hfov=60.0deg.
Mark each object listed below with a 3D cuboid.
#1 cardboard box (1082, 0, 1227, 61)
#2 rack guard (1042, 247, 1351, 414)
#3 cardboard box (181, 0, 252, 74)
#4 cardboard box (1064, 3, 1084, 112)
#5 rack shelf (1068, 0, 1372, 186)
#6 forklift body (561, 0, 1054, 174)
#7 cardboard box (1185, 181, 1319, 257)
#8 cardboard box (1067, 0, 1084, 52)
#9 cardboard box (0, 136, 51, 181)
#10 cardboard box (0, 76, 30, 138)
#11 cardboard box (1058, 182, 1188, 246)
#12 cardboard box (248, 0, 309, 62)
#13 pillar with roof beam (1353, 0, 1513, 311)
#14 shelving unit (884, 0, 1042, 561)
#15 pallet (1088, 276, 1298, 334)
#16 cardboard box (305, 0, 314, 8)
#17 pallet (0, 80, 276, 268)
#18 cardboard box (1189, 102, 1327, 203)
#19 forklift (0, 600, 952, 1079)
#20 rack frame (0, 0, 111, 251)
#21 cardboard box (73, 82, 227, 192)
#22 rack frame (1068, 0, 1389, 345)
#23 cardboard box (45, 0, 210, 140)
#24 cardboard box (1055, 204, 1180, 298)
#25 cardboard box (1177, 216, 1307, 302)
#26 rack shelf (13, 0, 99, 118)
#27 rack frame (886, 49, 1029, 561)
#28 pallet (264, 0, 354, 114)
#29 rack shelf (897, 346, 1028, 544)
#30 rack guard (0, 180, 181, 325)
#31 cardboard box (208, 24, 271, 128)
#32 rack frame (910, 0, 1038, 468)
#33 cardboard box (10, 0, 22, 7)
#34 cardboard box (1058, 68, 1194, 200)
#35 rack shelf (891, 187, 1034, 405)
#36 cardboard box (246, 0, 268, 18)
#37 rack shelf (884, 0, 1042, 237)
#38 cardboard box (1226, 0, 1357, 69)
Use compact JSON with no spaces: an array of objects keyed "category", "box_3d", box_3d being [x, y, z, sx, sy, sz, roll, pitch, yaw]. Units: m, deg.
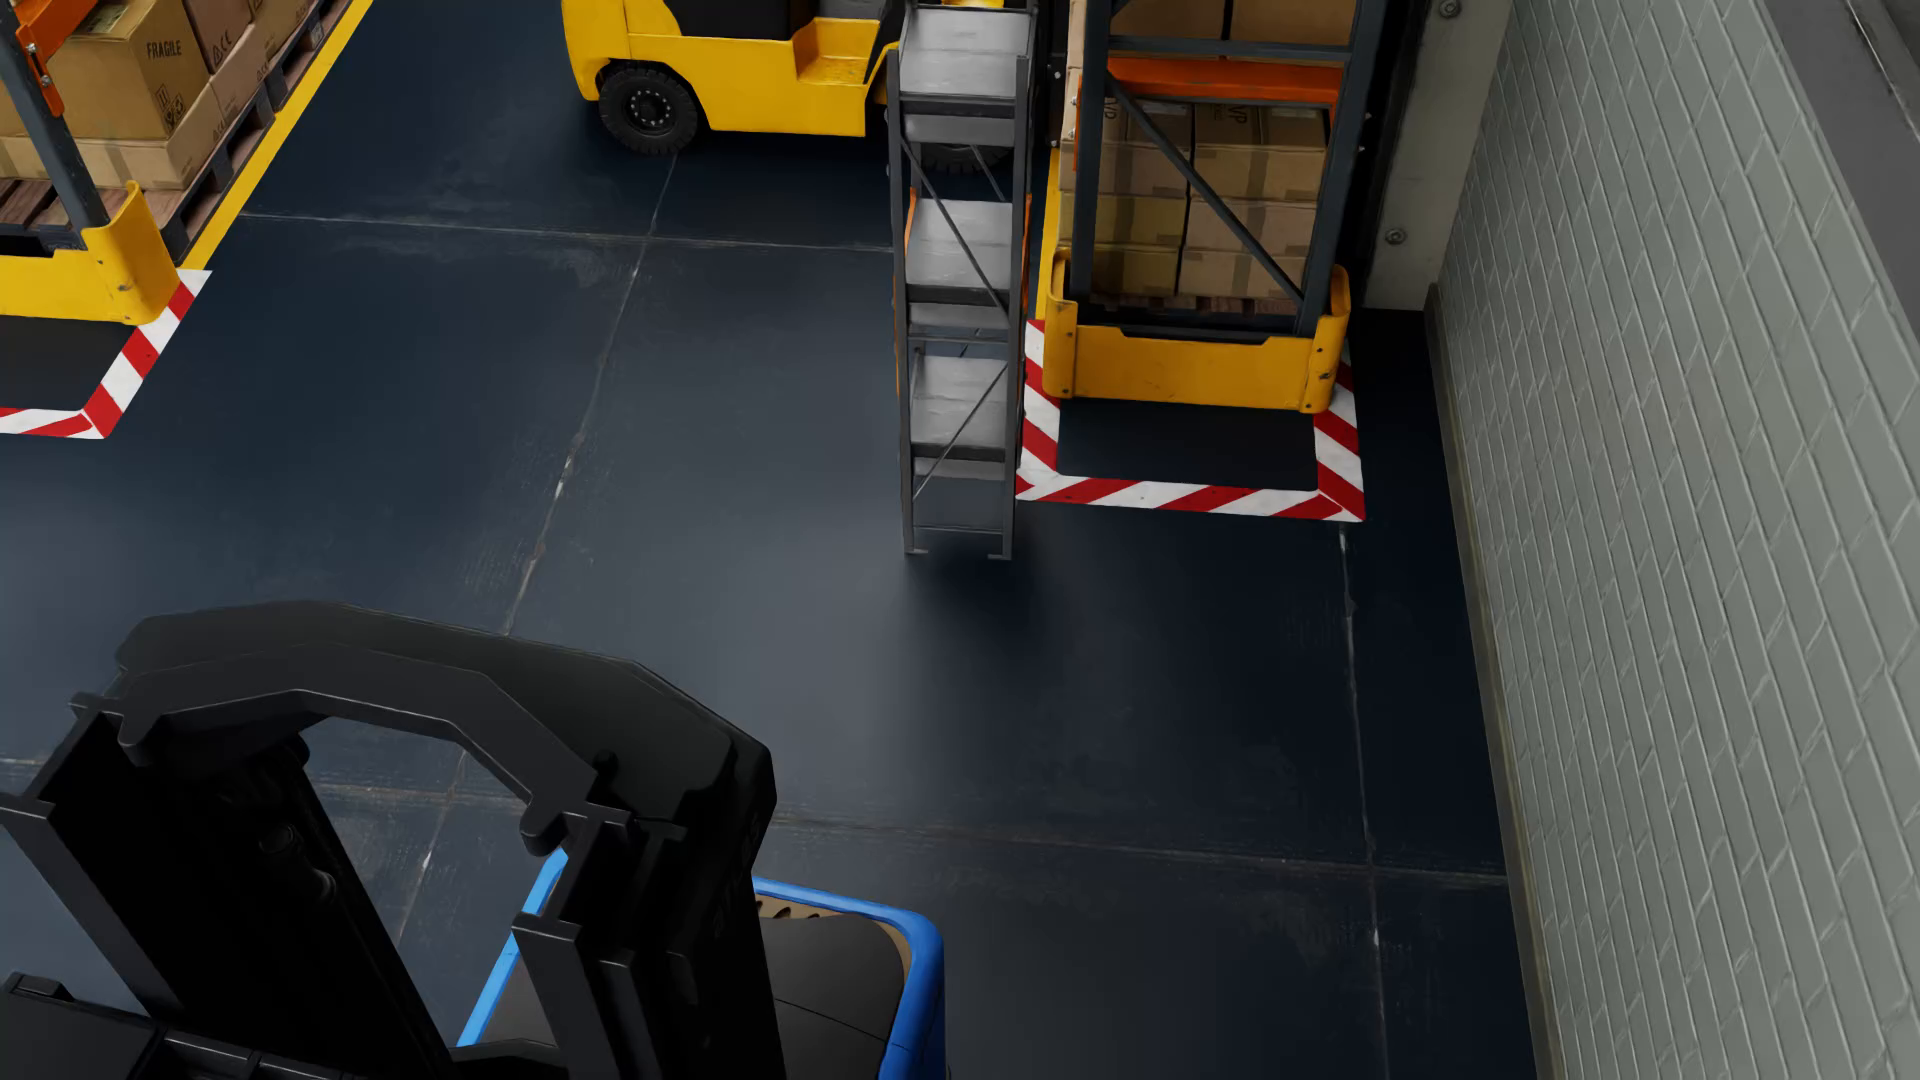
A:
[{"category":"cardboard box","box_3d":[0.715,-2.115,6.084,0.500,0.500,0.500,3,48,3]},{"category":"rack guard","box_3d":[0.930,-0.841,6.680,1.175,0.500,0.348,4,48,4]},{"category":"cardboard box","box_3d":[-3.618,-2.476,7.552,0.500,0.500,0.500,2,48,2]},{"category":"cardboard box","box_3d":[0.704,-1.988,6.937,0.500,0.250,0.500,5,48,4]},{"category":"rack shelf","box_3d":[1.114,-2.929,7.383,1.077,0.370,4.000,4,48,4]},{"category":"forklift body","box_3d":[-0.712,-2.932,7.474,2.313,2.155,1.214,4,48,4]},{"category":"cardboard box","box_3d":[1.182,-1.416,6.752,0.500,0.250,0.500,5,48,4]},{"category":"cardboard box","box_3d":[0.740,-2.359,7.276,0.500,0.250,0.500,4,48,4]},{"category":"cardboard box","box_3d":[-4.204,-1.876,7.512,0.500,0.250,0.500,4,48,3]},{"category":"cardboard box","box_3d":[-4.198,-2.106,7.214,0.500,0.500,0.500,4,48,4]},{"category":"cardboard box","box_3d":[0.665,-1.463,6.795,0.500,0.250,0.500,3,48,3]},{"category":"cardboard box","box_3d":[-3.571,-2.597,8.172,0.500,0.250,0.500,7,48,6]},{"category":"pillar with roof beam","box_3d":[-2.394,-4.467,4.237,9.100,9.000,0.400,4,48,4]},{"category":"shelving unit","box_3d":[0.015,-0.830,5.586,0.431,2.100,0.503,4,48,4]},{"category":"pallet","box_3d":[0.960,-1.326,7.319,1.003,0.211,1.213,4,48,4]},{"category":"cardboard box","box_3d":[-3.523,-2.968,8.511,0.500,0.250,0.500,5,48,4]},{"category":"pallet","box_3d":[-3.895,-1.742,7.700,1.003,0.211,1.213,4,48,4]},{"category":"cardboard box","box_3d":[1.164,-1.594,6.576,0.500,0.250,0.500,3,48,3]},{"category":"forklift","box_3d":[-0.875,1.611,2.790,1.130,2.935,3.031,10,48,9]},{"category":"rack frame","box_3d":[-4.011,-2.033,6.077,1.000,3.000,0.127,4,48,4]},{"category":"cardboard box","box_3d":[-3.663,-1.821,7.461,0.500,0.250,0.500,4,48,3]},{"category":"rack frame","box_3d":[0.932,-1.702,5.774,1.000,3.000,0.127,4,48,4]},{"category":"cardboard box","box_3d":[-3.661,-2.091,7.201,0.500,0.500,0.500,2,48,2]},{"category":"cardboard box","box_3d":[0.660,-1.282,6.969,0.500,0.250,0.500,4,48,4]},{"category":"cardboard box","box_3d":[1.171,-1.263,6.952,0.500,0.250,0.500,4,48,4]},{"category":"rack shelf","box_3d":[-3.829,-3.260,7.686,1.077,0.370,4.000,4,48,4]},{"category":"rack frame","box_3d":[-0.007,-0.651,5.422,0.400,2.100,0.015,4,48,4]},{"category":"pallet","box_3d":[-3.782,-2.636,8.518,1.003,0.211,1.213,4,48,4]},{"category":"rack shelf","box_3d":[0.015,-0.349,6.113,0.431,0.518,0.480,4,48,4]},{"category":"rack guard","box_3d":[-4.005,-1.245,7.050,1.175,0.500,0.348,4,48,4]},{"category":"cardboard box","box_3d":[-3.608,-2.195,7.804,0.500,0.250,0.500,5,48,5]},{"category":"rack frame","box_3d":[0.037,-1.010,5.750,0.400,2.100,0.015,4,48,4]},{"category":"cardboard box","box_3d":[-3.774,-2.184,6.385,0.380,0.149,0.250,4,48,4]},{"category":"cardboard box","box_3d":[0.663,-1.612,6.593,0.500,0.250,0.500,5,48,5]},{"category":"rack shelf","box_3d":[0.015,-0.821,5.596,0.431,0.518,0.480,4,48,4]},{"category":"cardboard box","box_3d":[-3.564,-2.844,7.889,0.500,0.500,0.500,5,48,4]},{"category":"rack shelf","box_3d":[0.015,-1.293,5.080,0.431,0.518,0.480,4,48,4]},{"category":"cardboard box","box_3d":[1.254,-2.081,6.053,0.500,0.500,0.500,5,48,5]}]
